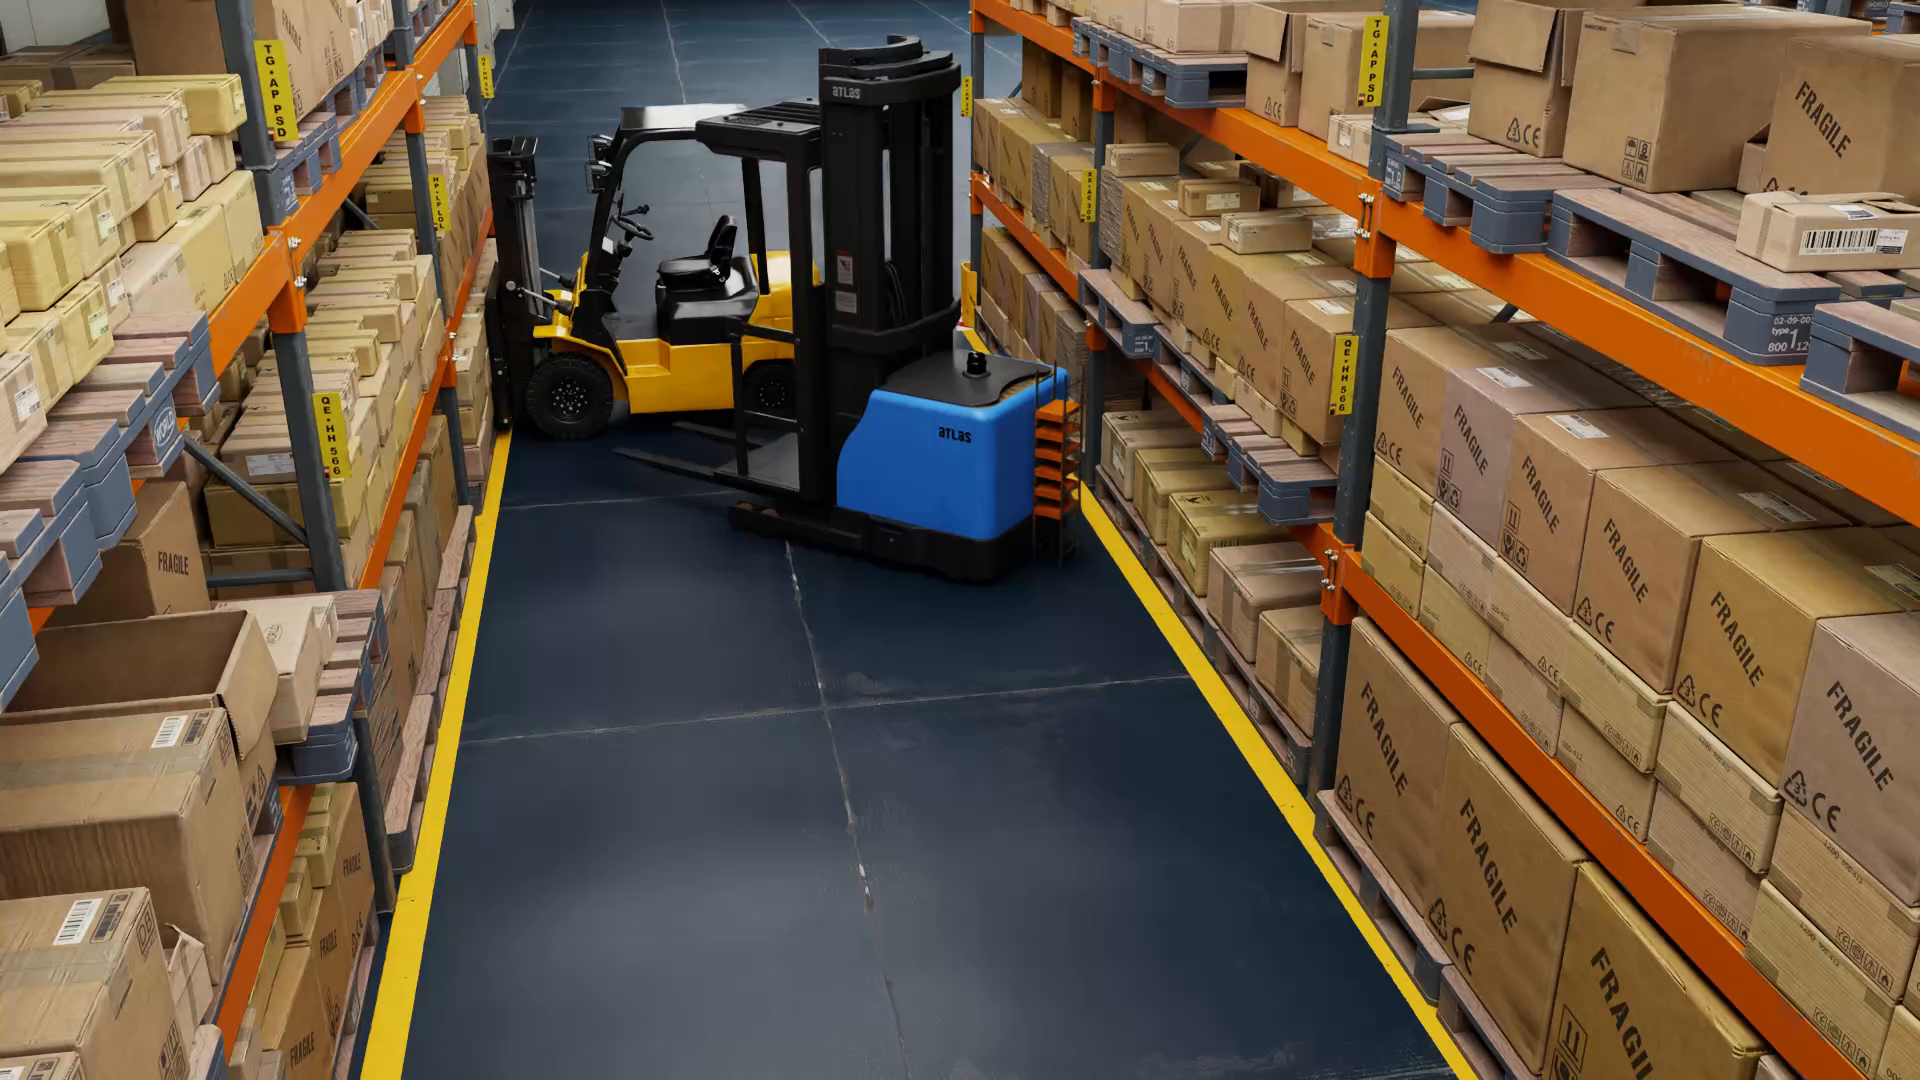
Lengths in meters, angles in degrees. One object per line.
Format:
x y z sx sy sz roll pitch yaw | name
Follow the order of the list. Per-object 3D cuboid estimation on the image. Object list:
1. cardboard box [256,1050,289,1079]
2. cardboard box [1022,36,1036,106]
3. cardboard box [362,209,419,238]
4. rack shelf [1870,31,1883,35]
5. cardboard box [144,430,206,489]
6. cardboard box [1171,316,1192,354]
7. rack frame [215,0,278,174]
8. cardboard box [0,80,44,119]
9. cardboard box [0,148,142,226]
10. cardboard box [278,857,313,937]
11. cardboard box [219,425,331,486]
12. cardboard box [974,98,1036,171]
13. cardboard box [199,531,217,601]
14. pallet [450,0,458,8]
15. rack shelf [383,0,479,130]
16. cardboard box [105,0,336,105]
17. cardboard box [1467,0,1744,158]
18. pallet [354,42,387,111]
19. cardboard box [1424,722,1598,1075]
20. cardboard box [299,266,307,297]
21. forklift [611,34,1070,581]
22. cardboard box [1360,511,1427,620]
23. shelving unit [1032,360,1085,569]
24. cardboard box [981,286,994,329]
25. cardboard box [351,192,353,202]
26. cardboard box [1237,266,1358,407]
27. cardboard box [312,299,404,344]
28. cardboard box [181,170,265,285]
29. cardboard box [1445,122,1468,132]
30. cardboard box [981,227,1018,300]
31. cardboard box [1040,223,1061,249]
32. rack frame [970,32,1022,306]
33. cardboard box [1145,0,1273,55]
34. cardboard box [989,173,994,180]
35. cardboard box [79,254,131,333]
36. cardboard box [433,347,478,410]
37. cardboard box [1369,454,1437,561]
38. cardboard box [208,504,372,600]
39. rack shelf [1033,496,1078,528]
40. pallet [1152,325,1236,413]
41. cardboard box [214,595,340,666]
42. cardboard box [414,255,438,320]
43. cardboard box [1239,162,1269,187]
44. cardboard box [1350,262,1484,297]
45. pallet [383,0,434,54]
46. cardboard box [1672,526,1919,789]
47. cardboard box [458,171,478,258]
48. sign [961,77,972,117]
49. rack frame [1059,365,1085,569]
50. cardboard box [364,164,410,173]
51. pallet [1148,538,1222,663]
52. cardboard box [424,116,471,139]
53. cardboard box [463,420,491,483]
-2.220 1.872 4.815 0.500 0.500 0.500 -5 24 -12 | cardboard box
0.902 -3.809 13.478 0.700 0.500 0.500 -5 24 -11 | cardboard box
-3.345 -1.899 9.915 0.380 0.149 0.250 -5 24 -11 | cardboard box
6.549 -2.444 9.250 1.077 0.370 4.000 -4 24 -10 | rack shelf
-3.064 -0.294 6.240 0.380 0.149 0.250 -4 24 -8 | cardboard box
1.338 -1.102 8.814 0.380 0.149 0.250 -3 24 -8 | cardboard box
-2.805 -2.587 4.930 1.000 3.000 0.127 -4 24 -10 | rack frame
-3.009 -1.297 5.043 0.380 0.149 0.250 -5 24 -12 | cardboard box
-2.211 -0.839 3.993 0.380 0.149 0.250 -4 24 -10 | cardboard box
-2.378 1.205 5.530 0.380 0.149 0.250 -5 24 -12 | cardboard box
-2.574 -0.328 6.318 0.380 0.149 0.250 -4 24 -8 | cardboard box
0.408 -3.329 13.627 0.500 0.500 0.500 -5 24 -11 | cardboard box
-3.139 0.073 6.522 0.500 0.250 0.500 -5 24 -11 | cardboard box
-4.179 -4.039 12.112 1.003 0.211 1.213 -4 24 -10 | pallet
-3.914 -3.243 11.078 1.077 0.370 4.000 -4 24 -10 | rack shelf
-2.891 -1.991 6.538 0.700 0.500 0.500 -5 24 -11 | cardboard box
2.290 -1.684 5.956 0.797 0.503 0.637 -6 24 -13 | cardboard box
-3.369 -2.352 8.379 0.805 0.209 1.217 -5 24 -12 | pallet
2.279 1.204 5.876 0.875 0.875 0.875 -4 24 -9 | cardboard box
-3.579 -1.293 8.528 0.380 0.149 0.250 -5 24 -10 | cardboard box
-0.856 -1.531 10.093 3.031 2.935 1.130 14 27 29 | forklift
1.916 0.073 6.522 0.500 0.250 0.500 -5 24 -11 | cardboard box
0.575 -0.437 9.751 0.189 1.200 0.258 14 27 29 | shelving unit
0.471 -1.948 13.873 0.500 0.250 0.500 -5 24 -10 | cardboard box
-4.063 -2.161 10.516 0.380 0.149 0.250 -4 24 -9 | cardboard box
1.609 -0.942 7.638 0.500 0.500 0.500 -5 24 -11 | cardboard box
-2.873 -1.037 7.942 0.380 0.149 0.250 -5 24 -11 | cardboard box
-2.471 -0.960 5.139 0.500 0.250 0.500 -5 24 -12 | cardboard box
2.181 -1.603 6.738 0.380 0.149 0.250 -4 24 -10 | cardboard box
0.475 -2.282 13.702 0.500 0.500 0.500 -5 24 -12 | cardboard box
0.783 -2.168 11.780 0.380 0.149 0.250 -5 24 -11 | cardboard box
0.593 -3.353 14.180 1.000 3.000 0.127 -4 24 -10 | rack frame
1.256 -2.623 8.423 0.500 0.250 0.500 -5 24 -10 | cardboard box
0.452 -3.089 13.890 0.380 0.149 0.250 -4 24 -10 | cardboard box
-2.039 -0.512 3.591 0.380 0.149 0.250 -4 24 -9 | cardboard box
-3.326 -1.015 10.488 0.500 0.250 0.500 -5 24 -11 | cardboard box
1.923 -0.149 6.407 0.500 0.250 0.500 -4 24 -10 | cardboard box
-2.647 0.038 6.602 0.500 0.250 0.500 -4 24 -10 | cardboard box
0.575 -0.176 9.865 0.180 0.103 0.258 14 27 29 | rack shelf
1.666 -0.894 8.790 1.003 0.211 1.213 -4 24 -10 | pallet
-2.306 0.315 5.571 0.380 0.149 0.250 -4 24 -9 | cardboard box
-3.203 -1.397 9.264 0.500 0.250 0.500 -5 24 -11 | cardboard box
1.780 -2.017 9.288 0.380 0.149 0.250 -5 24 -11 | cardboard box
2.113 -0.980 7.724 0.500 0.500 0.500 -3 24 -7 | cardboard box
-3.728 -3.079 9.914 1.003 0.211 1.213 -4 24 -10 | pallet
2.305 0.302 4.437 0.500 0.500 0.500 -4 24 -8 | cardboard box
-3.650 -2.253 11.536 0.500 0.500 0.500 -4 24 -9 | cardboard box
0.060 -3.710 13.915 0.100 0.325 0.005 -4 24 -10 | sign
0.653 -0.418 9.708 0.006 1.200 0.240 14 27 29 | rack frame
-3.505 -2.234 10.310 0.380 0.149 0.250 -5 24 -11 | cardboard box
1.707 0.285 9.334 1.003 0.211 1.213 -4 24 -10 | pallet
-3.730 -2.945 11.939 0.380 0.149 0.250 -4 24 -8 | cardboard box
-3.309 -0.558 10.691 0.500 0.250 0.500 -4 24 -9 | cardboard box
